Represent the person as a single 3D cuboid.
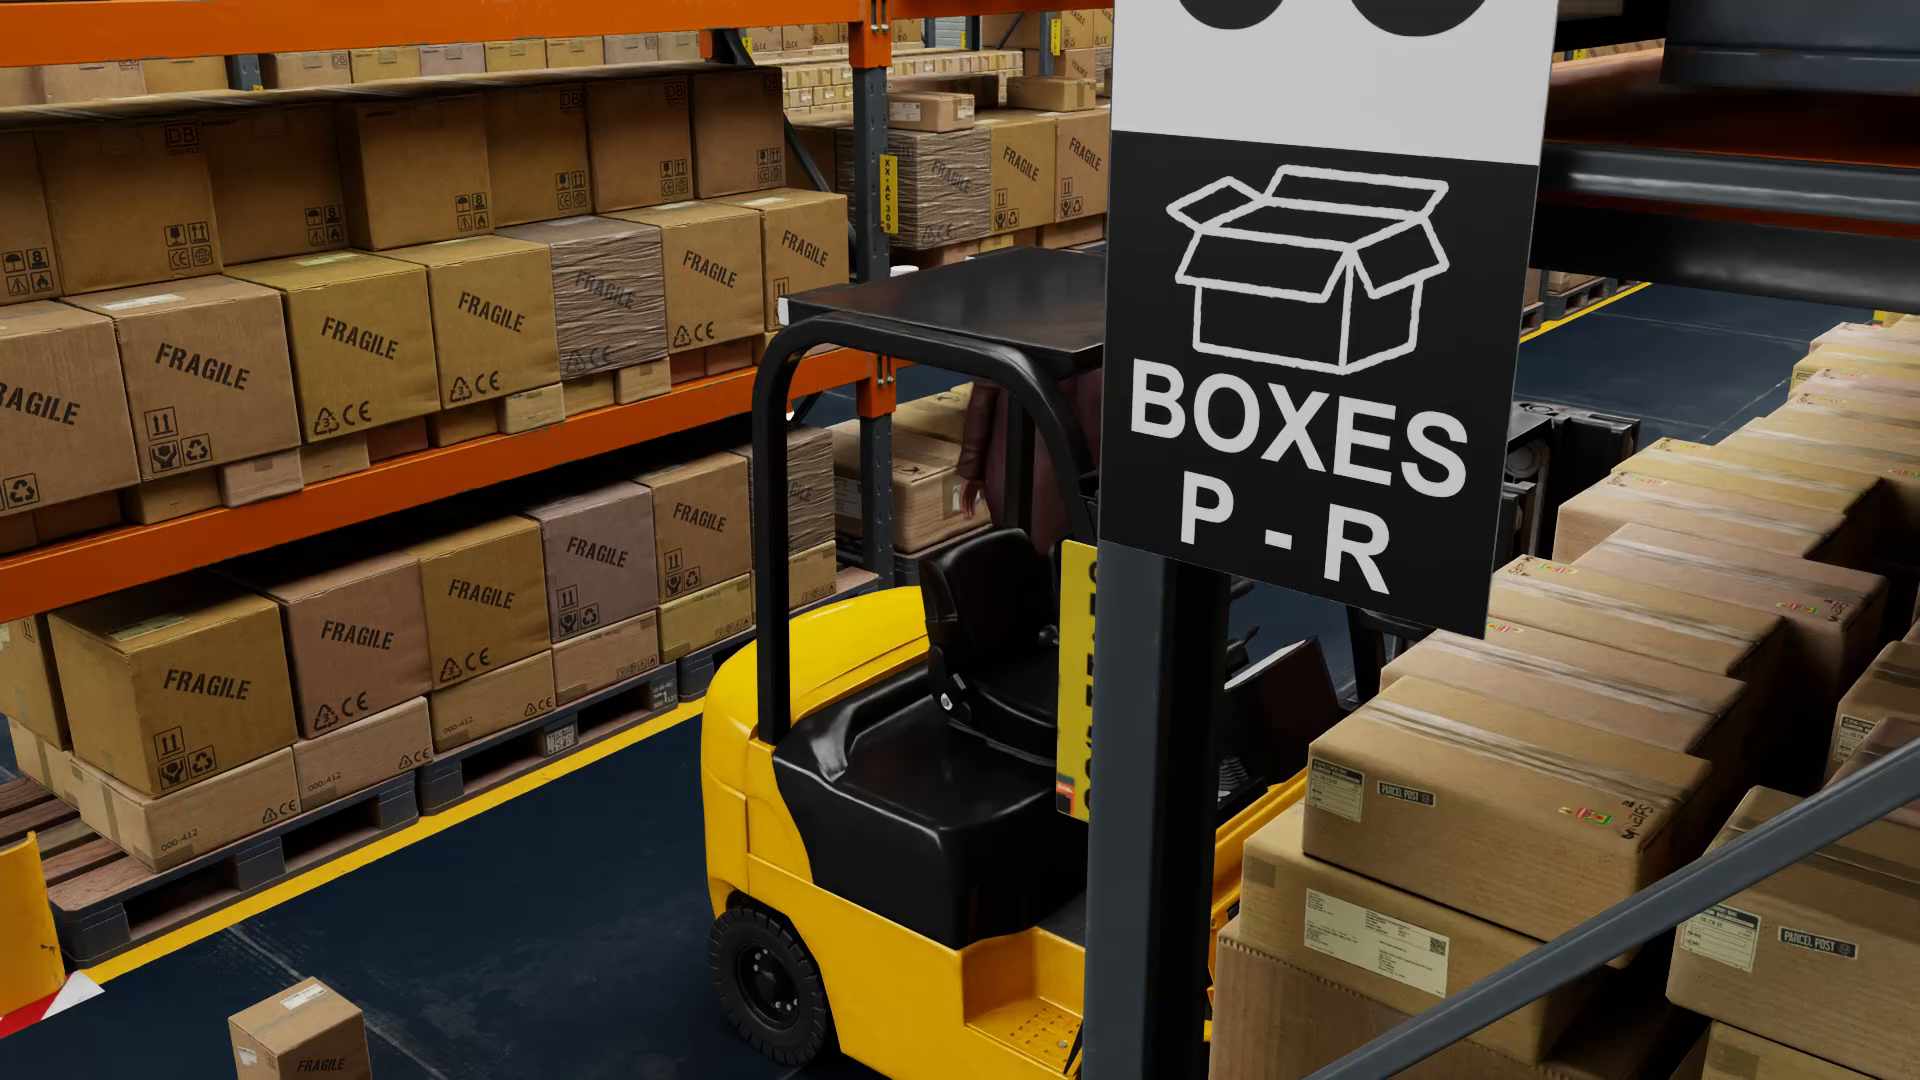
[{"bbox_3d":[0.288,-0.080,6.615,0.614,1.617,0.566,13,24,32],"label":"person"}]
